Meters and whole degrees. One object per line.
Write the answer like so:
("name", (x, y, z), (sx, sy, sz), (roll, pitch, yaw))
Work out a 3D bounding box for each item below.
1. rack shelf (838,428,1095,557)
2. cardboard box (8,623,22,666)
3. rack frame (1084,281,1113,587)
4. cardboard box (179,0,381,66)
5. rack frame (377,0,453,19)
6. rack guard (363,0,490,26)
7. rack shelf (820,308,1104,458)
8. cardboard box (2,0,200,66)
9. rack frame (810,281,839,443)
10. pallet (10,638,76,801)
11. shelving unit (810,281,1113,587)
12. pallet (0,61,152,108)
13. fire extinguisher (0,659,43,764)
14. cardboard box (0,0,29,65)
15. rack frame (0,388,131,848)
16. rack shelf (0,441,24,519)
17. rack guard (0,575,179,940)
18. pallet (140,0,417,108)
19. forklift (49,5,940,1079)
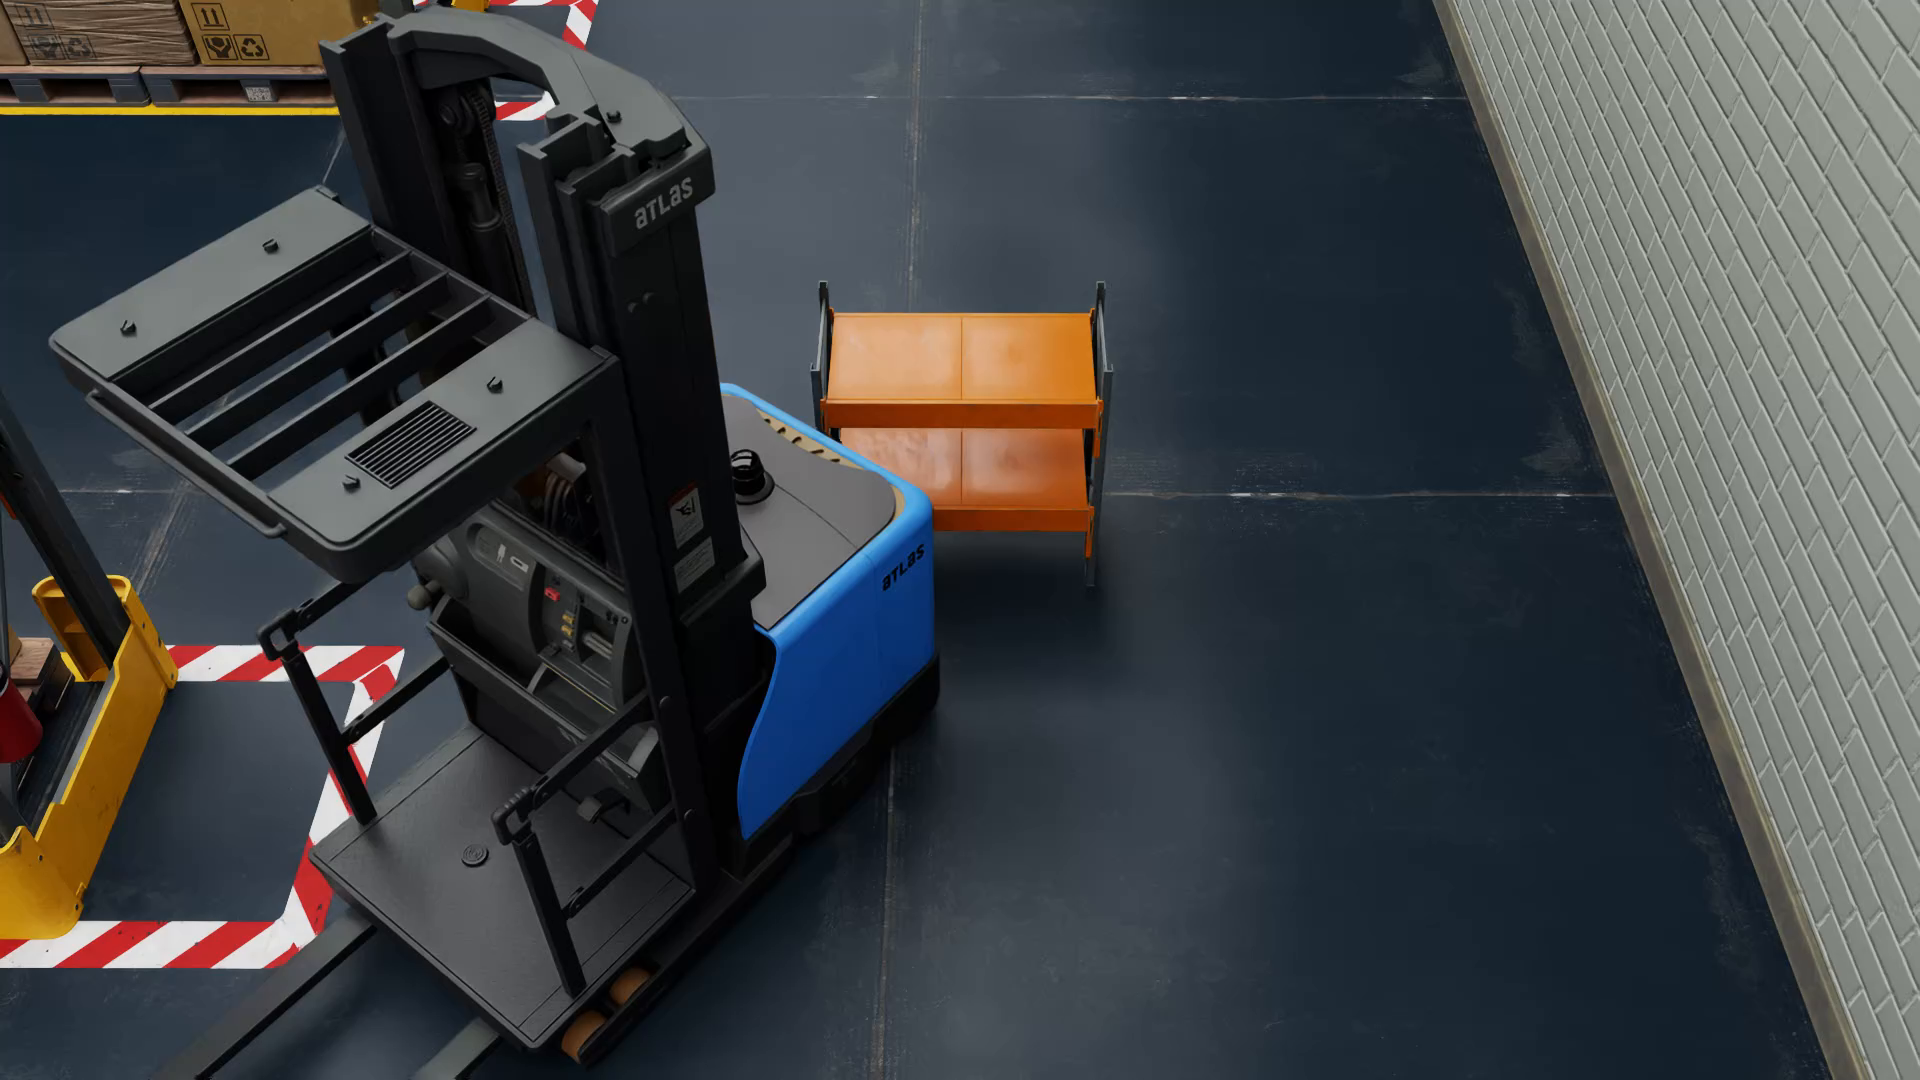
("rack shelf", (0.007, -0.217, 6.517), (1.000, 0.278, 0.538), (0, 47, 0))
("cardboard box", (-3.569, 0.466, 5.927), (0.250, 0.149, 0.380), (1, 47, 1))
("rack frame", (0.515, -0.382, 6.337), (0.032, 1.125, 0.500), (0, 47, 0))
("cardboard box", (-3.567, -3.119, 8.768), (0.875, 0.875, 0.875), (0, 47, 0))
("rack frame", (-2.927, -3.756, 8.197), (0.127, 3.000, 1.000), (0, 47, 0))
("rack guard", (-2.903, -2.905, 9.112), (0.348, 0.500, 1.175), (0, 47, 0))
("rack shelf", (0.007, -0.583, 6.124), (1.000, 0.278, 0.538), (0, 47, 0))
("cardboard box", (-4.477, -3.121, 8.771), (0.875, 0.875, 0.875), (0, 47, 0))
("rack frame", (-0.502, -0.385, 6.340), (0.032, 1.125, 0.500), (0, 47, 0))
("pallet", (-3.935, 0.796, 5.865), (1.213, 0.211, 1.003), (0, 47, 0))
("shelving unit", (0.007, -0.383, 6.338), (1.048, 1.125, 0.538), (0, 47, 0))
("pallet", (-4.944, -2.757, 9.172), (1.213, 0.211, 1.003), (0, 47, 0))
("fire extinguisher", (-2.796, 0.366, 4.668), (0.183, 0.674, 0.296), (0, 47, 0))
("cardboard box", (-5.367, -3.124, 8.773), (0.875, 0.875, 0.875), (0, 47, 0))
("rack frame", (-3.046, -0.126, 4.818), (0.127, 3.000, 1.000), (0, 47, 0))
("rack shelf", (-5.046, 0.114, 5.086), (4.000, 0.370, 1.077), (0, 47, 0))
("rack guard", (-3.122, 0.725, 5.733), (0.348, 0.500, 1.175), (0, 47, 0))
("pallet", (-3.727, -2.751, 9.167), (1.213, 0.211, 1.003), (0, 47, 0))
("forklift", (-1.379, 0.222, 4.541), (1.130, 2.935, 3.031), (30, 54, 25))
